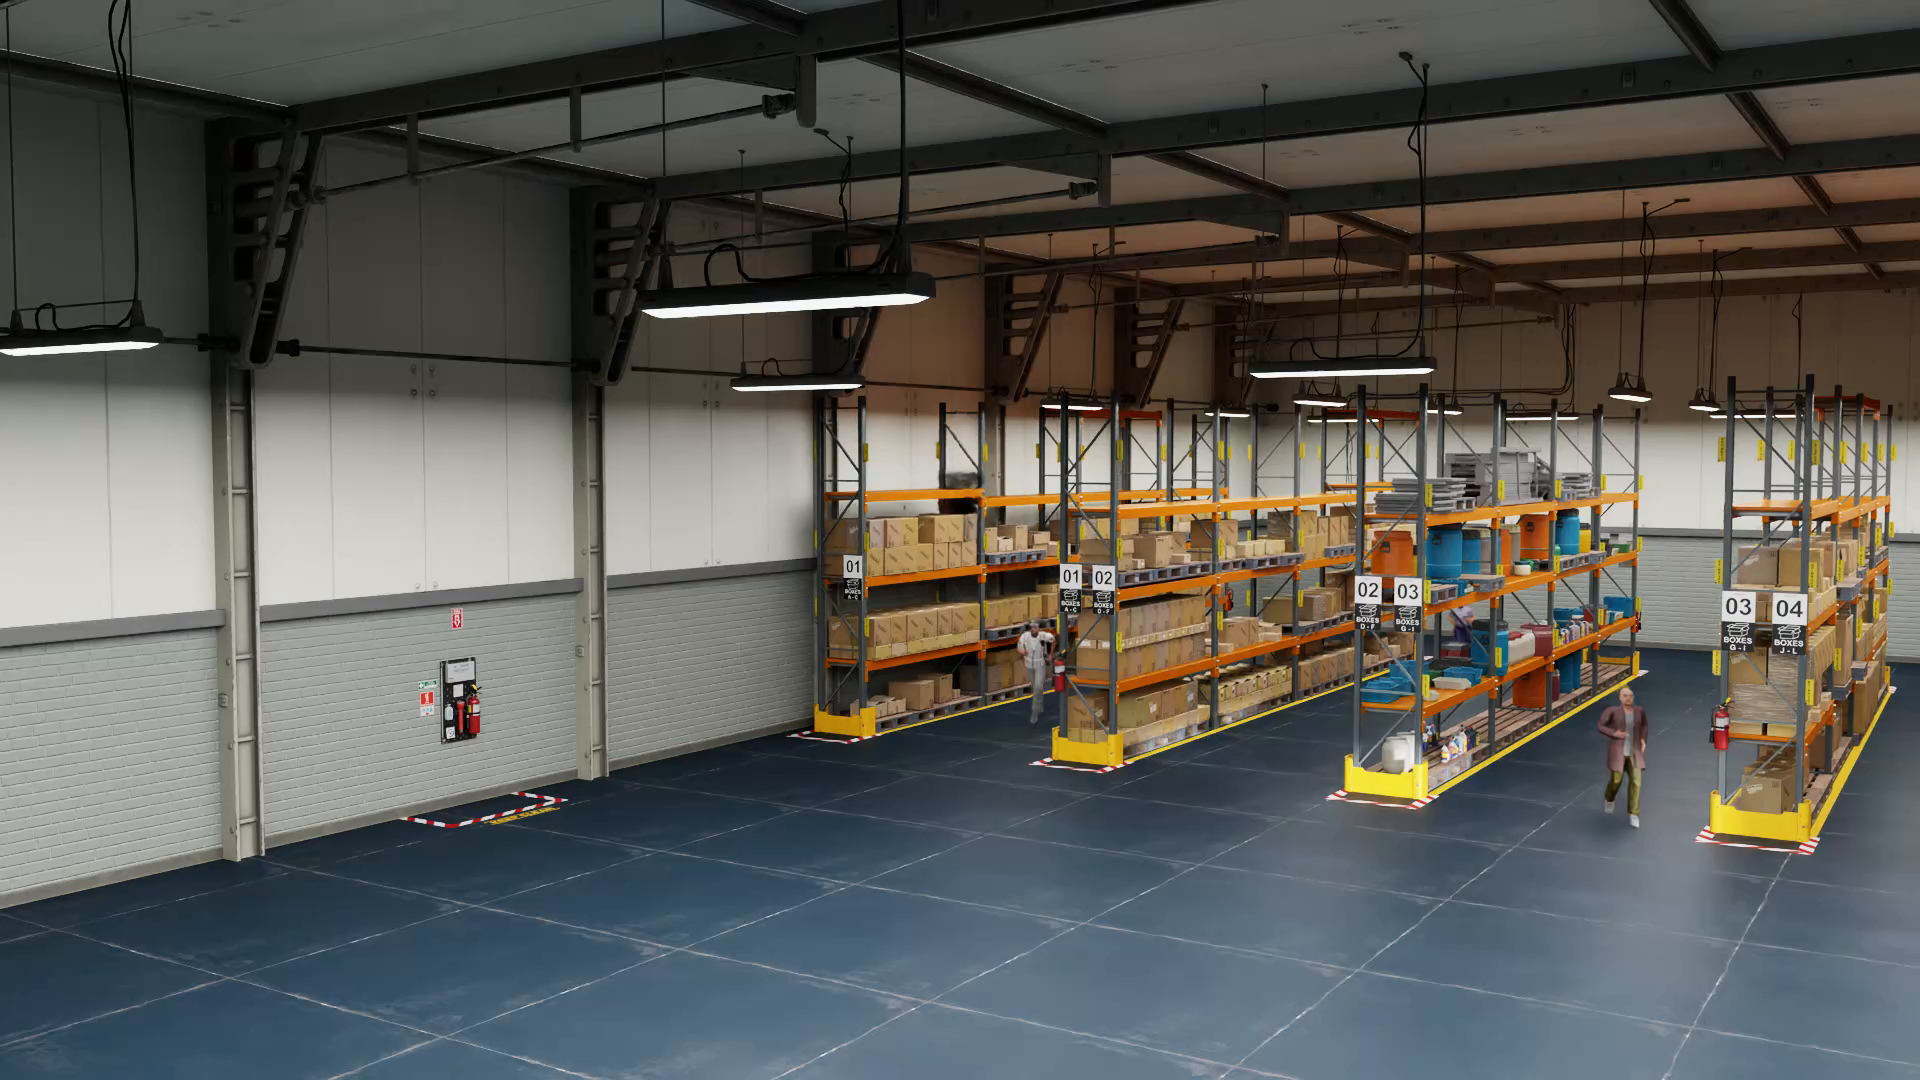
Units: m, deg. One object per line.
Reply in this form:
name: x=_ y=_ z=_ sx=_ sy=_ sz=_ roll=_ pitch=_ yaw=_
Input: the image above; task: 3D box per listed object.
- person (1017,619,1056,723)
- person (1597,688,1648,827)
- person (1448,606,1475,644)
person: x=1.380 y=2.311 z=29.919 sx=0.658 sy=1.844 sz=0.942 roll=1 pitch=3 yaw=20
person: x=9.030 y=2.916 z=22.619 sx=0.716 sy=1.808 sz=0.946 roll=0 pitch=3 yaw=8
person: x=11.732 y=2.172 z=38.884 sx=0.603 sy=1.672 sz=0.670 roll=1 pitch=3 yaw=15
